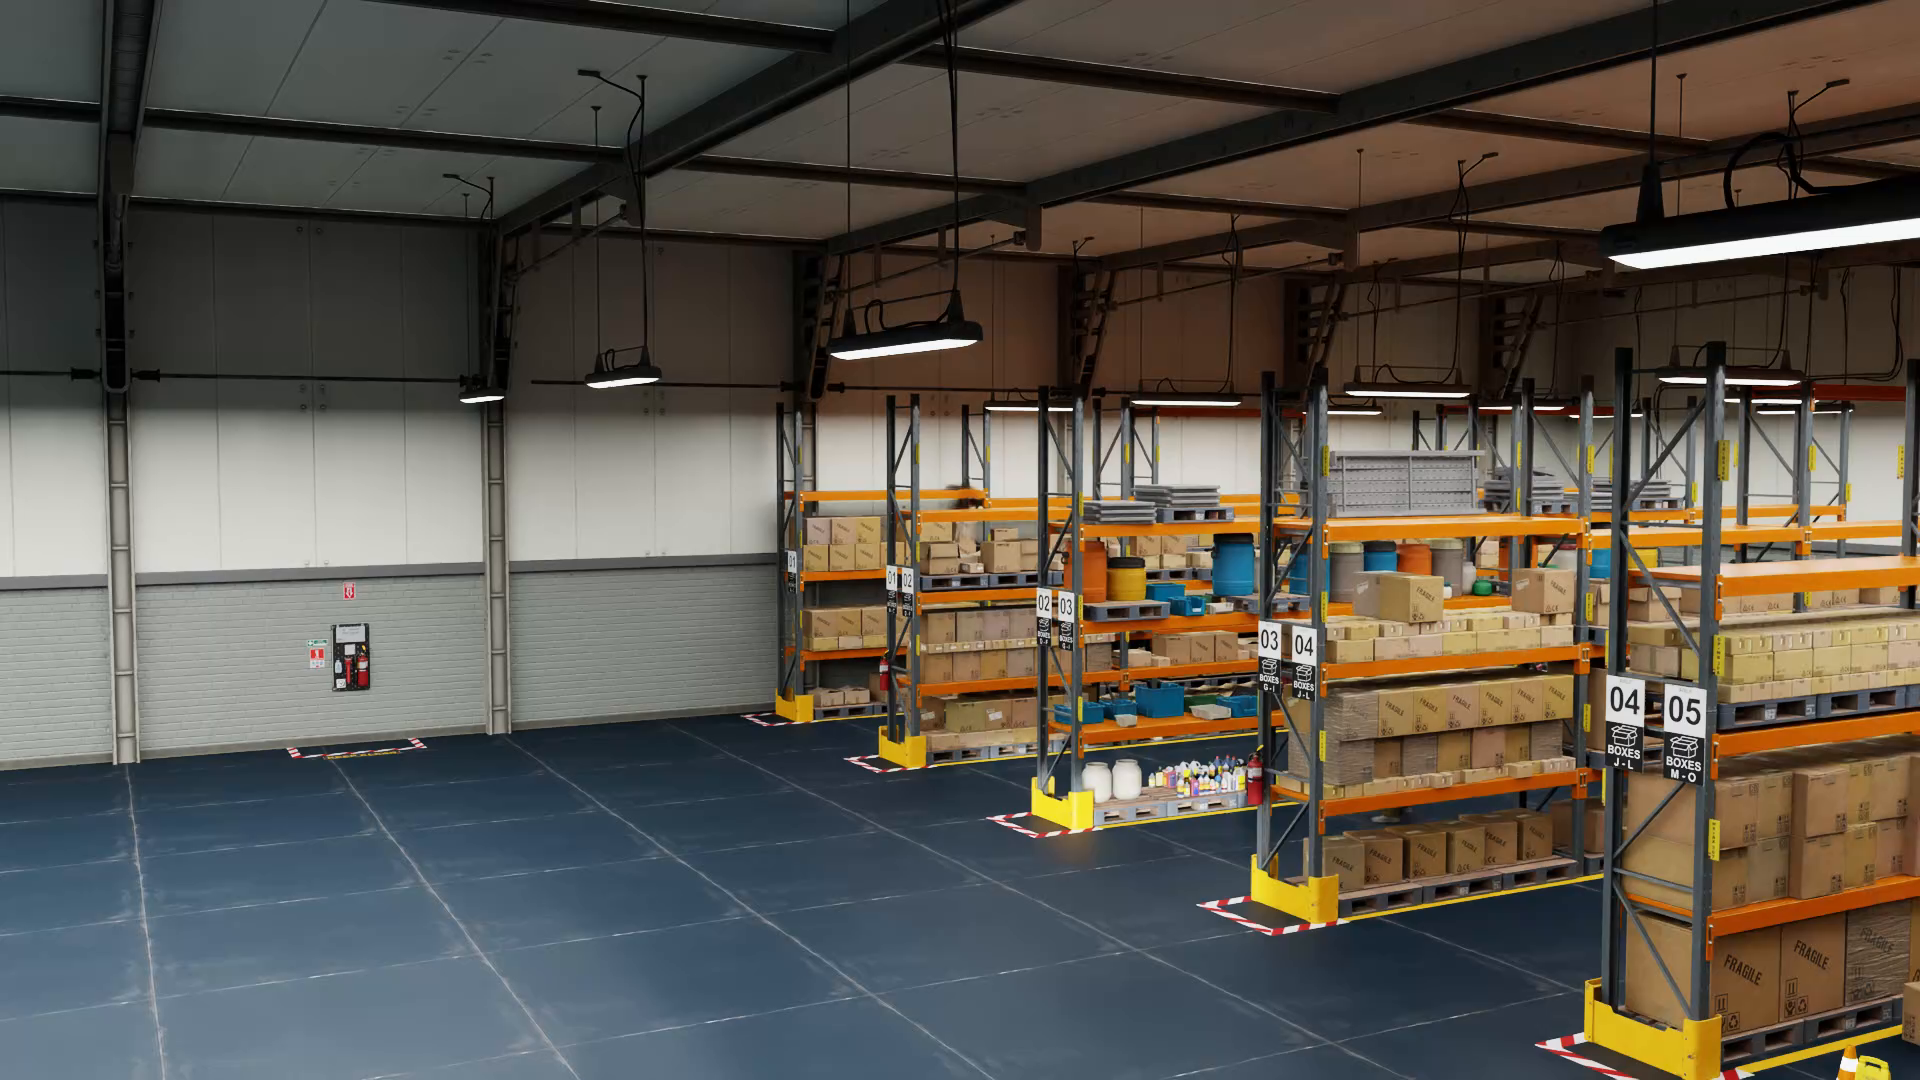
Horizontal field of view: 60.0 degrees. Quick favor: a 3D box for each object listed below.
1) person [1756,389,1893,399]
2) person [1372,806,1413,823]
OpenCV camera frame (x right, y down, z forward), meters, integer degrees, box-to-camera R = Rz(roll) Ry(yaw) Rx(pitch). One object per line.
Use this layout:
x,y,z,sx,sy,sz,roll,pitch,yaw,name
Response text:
10.210,0.532,29.021,5.035,5.827,13.744,-2,4,-27,person
5.948,2.986,22.834,0.530,1.785,0.577,1,3,22,person
